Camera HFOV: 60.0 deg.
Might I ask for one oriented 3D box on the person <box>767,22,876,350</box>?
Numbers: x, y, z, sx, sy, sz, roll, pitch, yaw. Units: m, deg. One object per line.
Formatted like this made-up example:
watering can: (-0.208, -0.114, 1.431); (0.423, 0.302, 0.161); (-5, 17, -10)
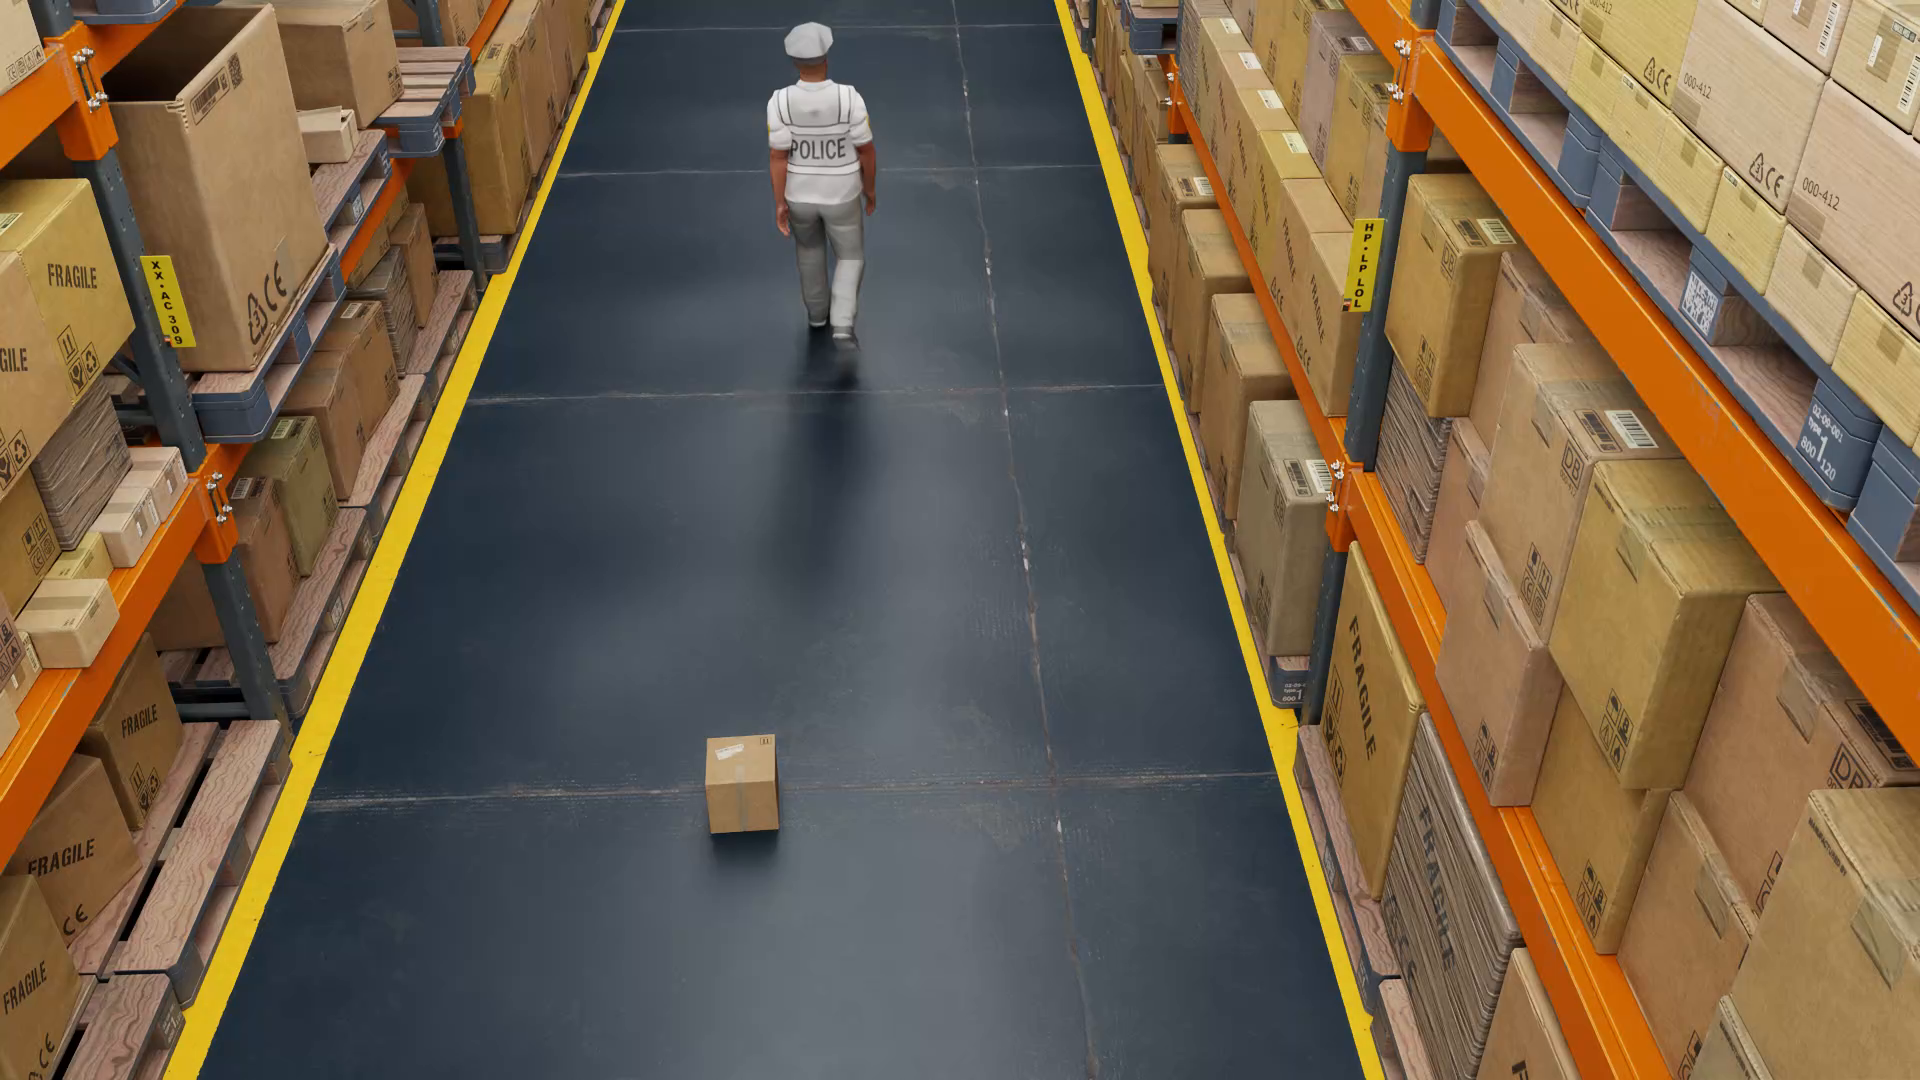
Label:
person: (-0.710, -1.829, 8.721); (0.540, 1.733, 0.889); (2, 35, 2)
